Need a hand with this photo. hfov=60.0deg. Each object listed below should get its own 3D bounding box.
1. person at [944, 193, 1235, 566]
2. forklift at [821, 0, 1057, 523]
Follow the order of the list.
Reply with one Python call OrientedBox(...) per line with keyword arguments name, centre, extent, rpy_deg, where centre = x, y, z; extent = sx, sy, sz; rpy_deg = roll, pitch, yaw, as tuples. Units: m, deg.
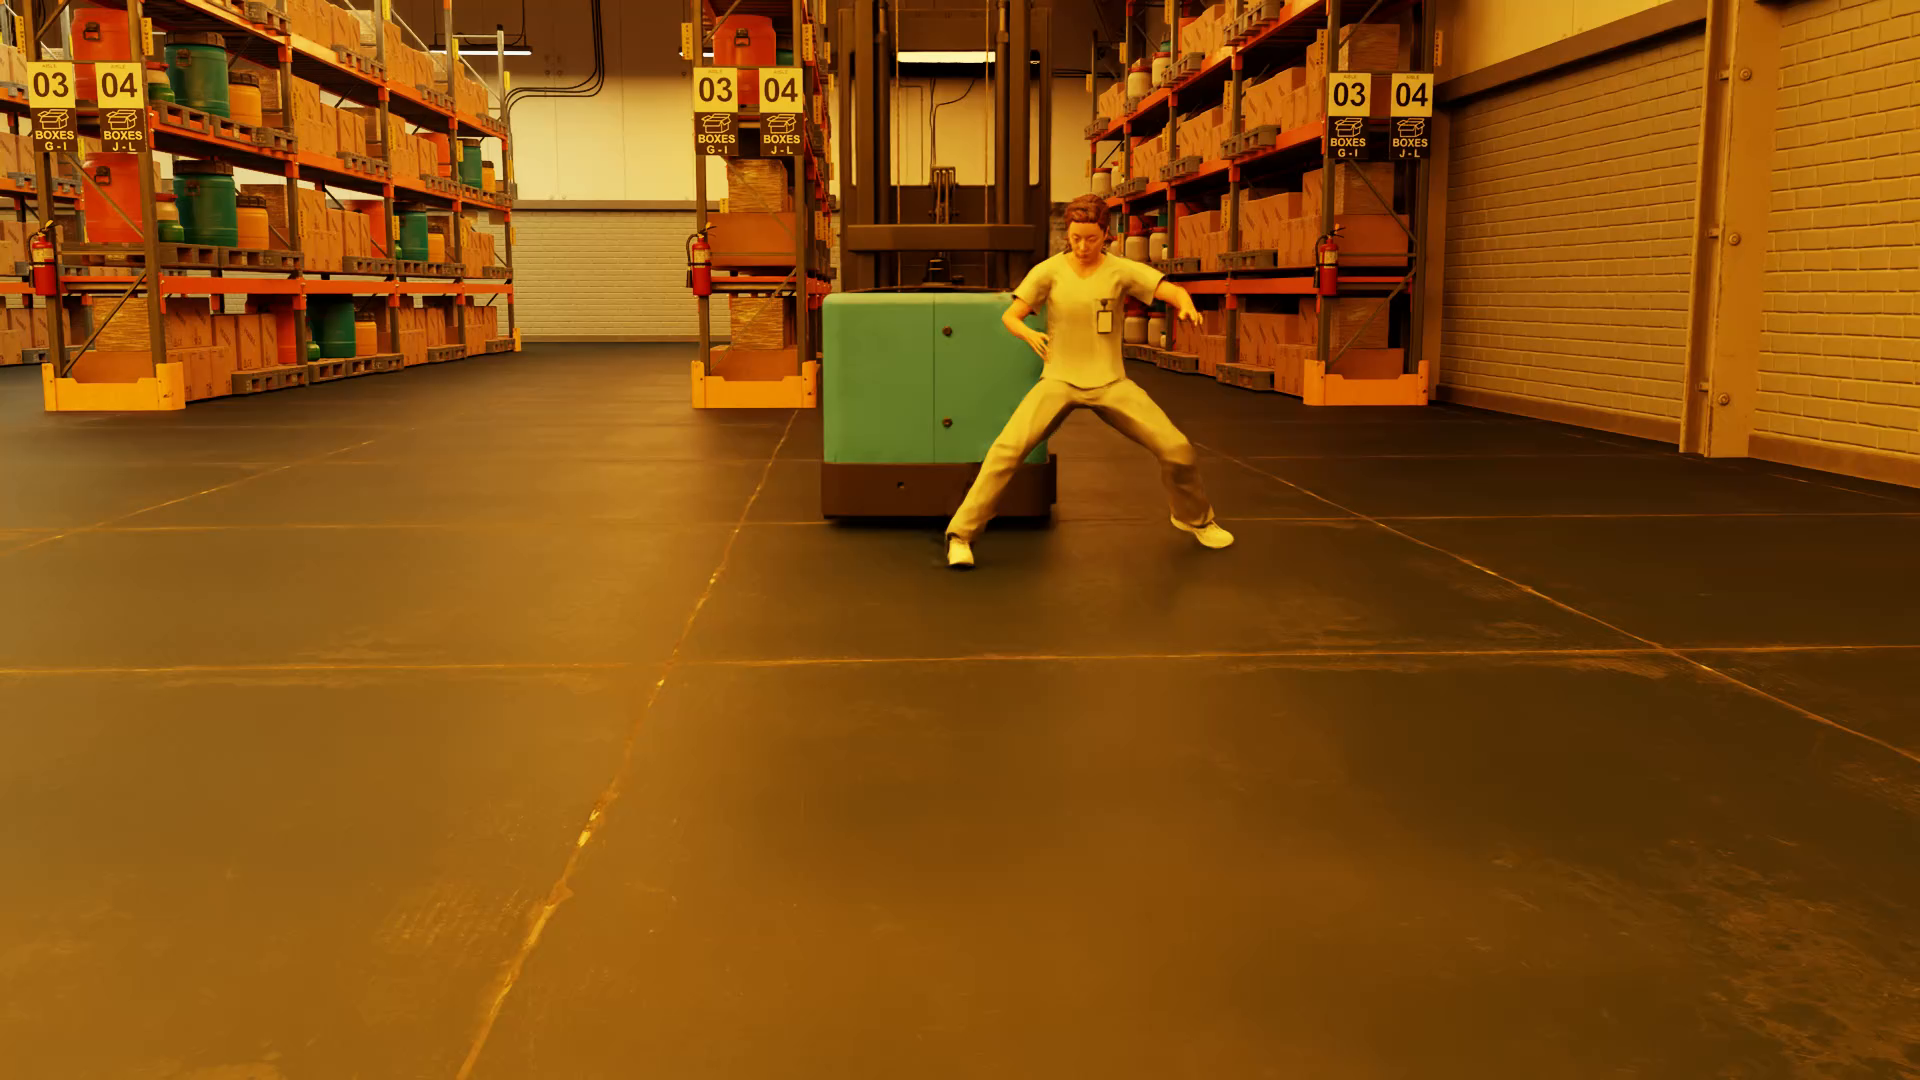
OrientedBox(name="person", centre=(0.551, -0.661, 6.754), extent=(1.216, 1.475, 0.829), rpy_deg=(0, 8, 3))
OrientedBox(name="forklift", centre=(-0.067, -1.708, 8.834), extent=(1.130, 2.935, 3.031), rpy_deg=(0, 8, 2))
